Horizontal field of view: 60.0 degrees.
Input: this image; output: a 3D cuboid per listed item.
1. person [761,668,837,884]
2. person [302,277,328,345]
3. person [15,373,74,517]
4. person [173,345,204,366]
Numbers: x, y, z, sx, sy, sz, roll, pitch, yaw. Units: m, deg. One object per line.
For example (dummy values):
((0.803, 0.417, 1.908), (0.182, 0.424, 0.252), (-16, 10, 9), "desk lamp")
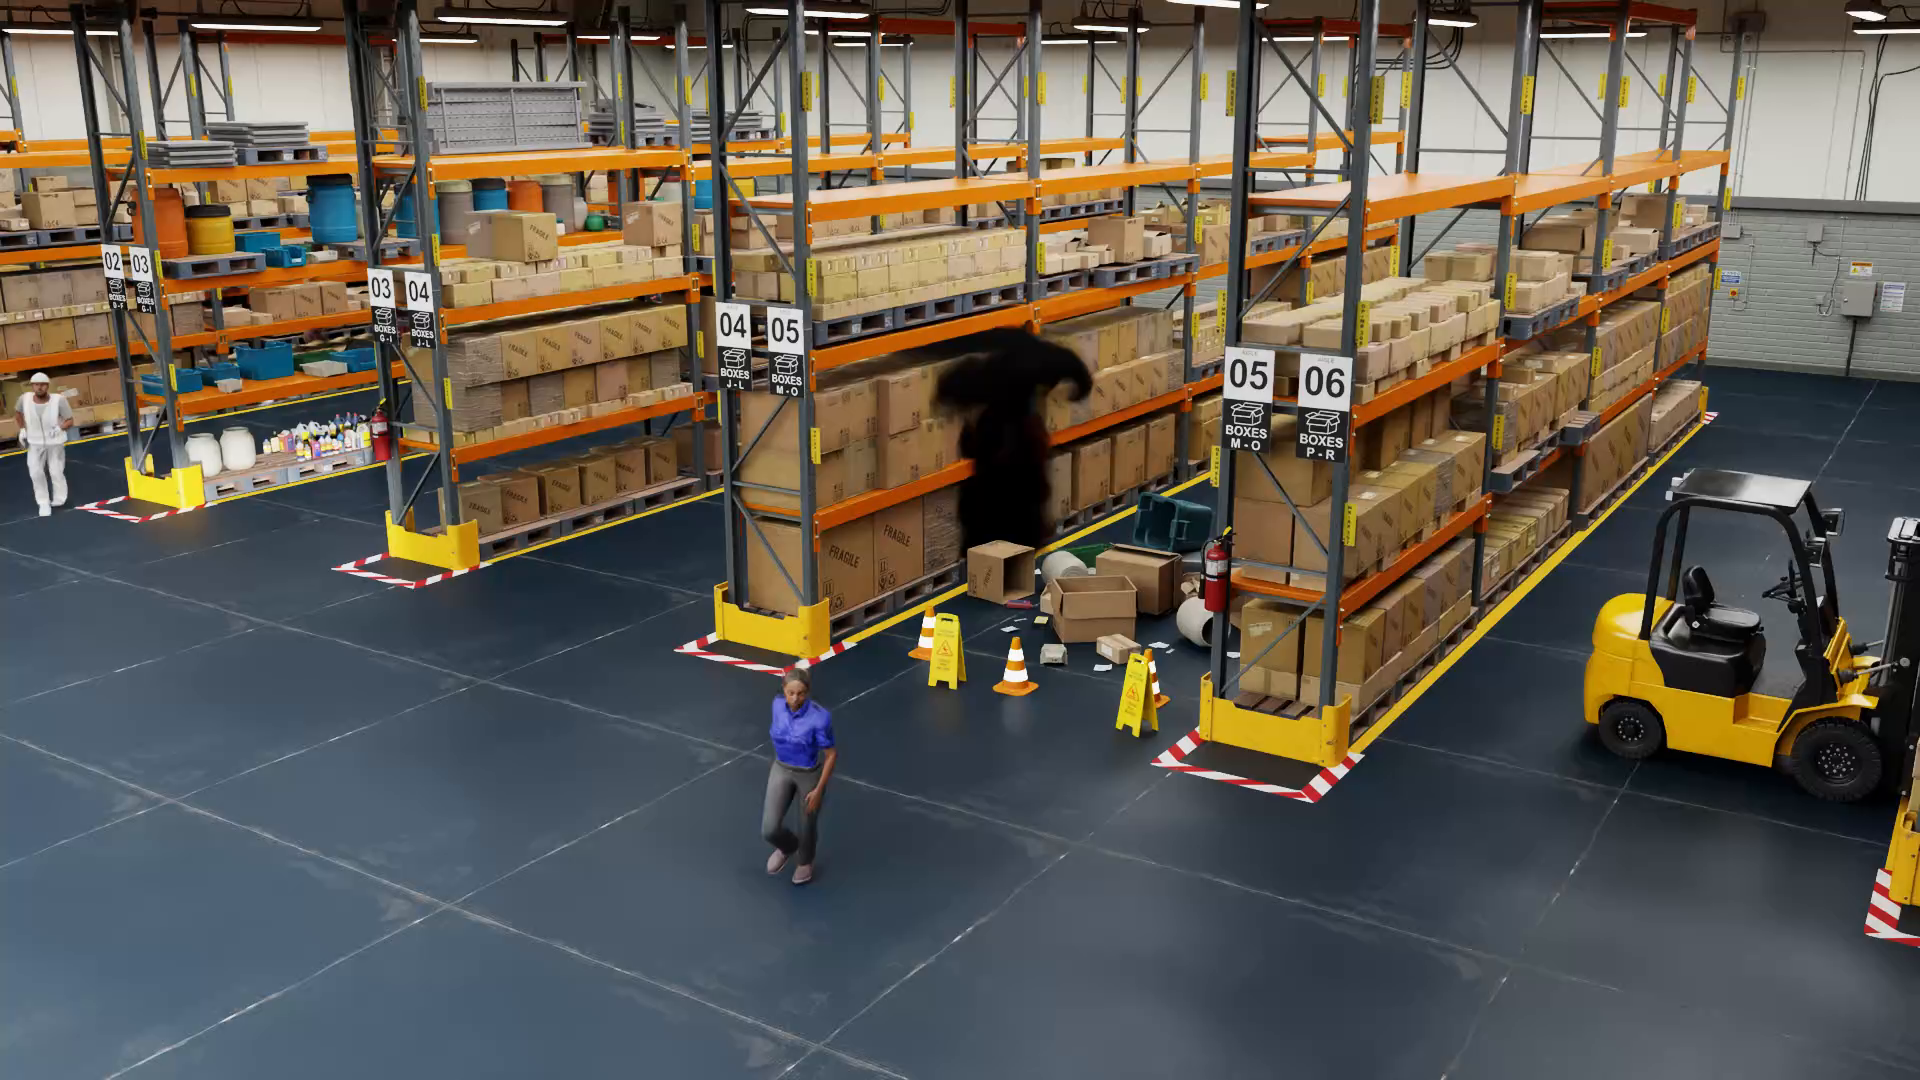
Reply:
((-1.033, 1.529, 10.737), (0.582, 1.595, 0.660), (4, 16, 15), "person")
((-11.950, -4.062, 30.747), (0.533, 1.732, 0.744), (10, 18, 31), "person")
((-11.087, -1.156, 20.202), (0.660, 1.793, 0.793), (-5, 16, -19), "person")
((-13.068, -3.286, 28.109), (0.715, 1.575, 0.876), (2, 16, 8), "person")
